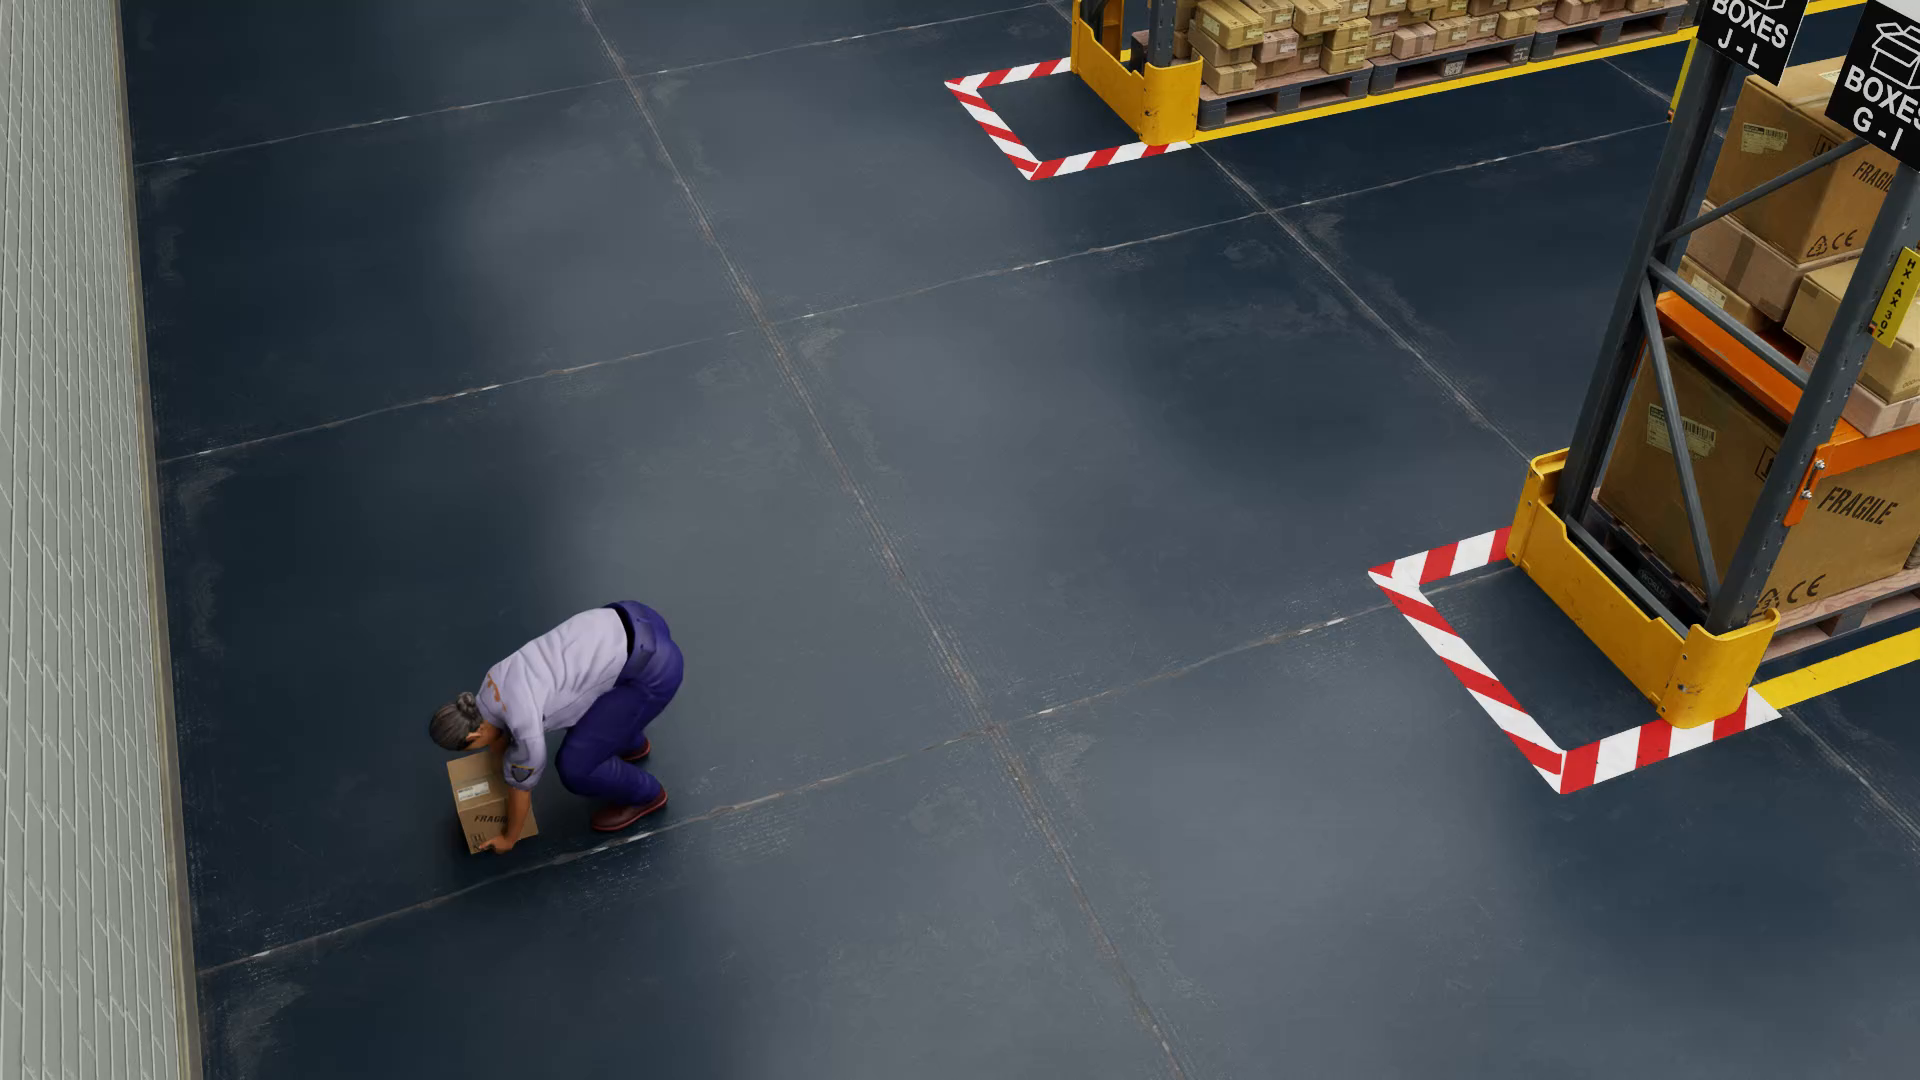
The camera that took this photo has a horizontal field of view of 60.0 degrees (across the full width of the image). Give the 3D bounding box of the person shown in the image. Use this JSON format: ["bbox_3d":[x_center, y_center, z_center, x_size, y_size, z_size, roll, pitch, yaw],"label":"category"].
[{"bbox_3d":[-1.465,0.683,6.031,0.836,0.830,0.502,-17,45,-18],"label":"person"}]
